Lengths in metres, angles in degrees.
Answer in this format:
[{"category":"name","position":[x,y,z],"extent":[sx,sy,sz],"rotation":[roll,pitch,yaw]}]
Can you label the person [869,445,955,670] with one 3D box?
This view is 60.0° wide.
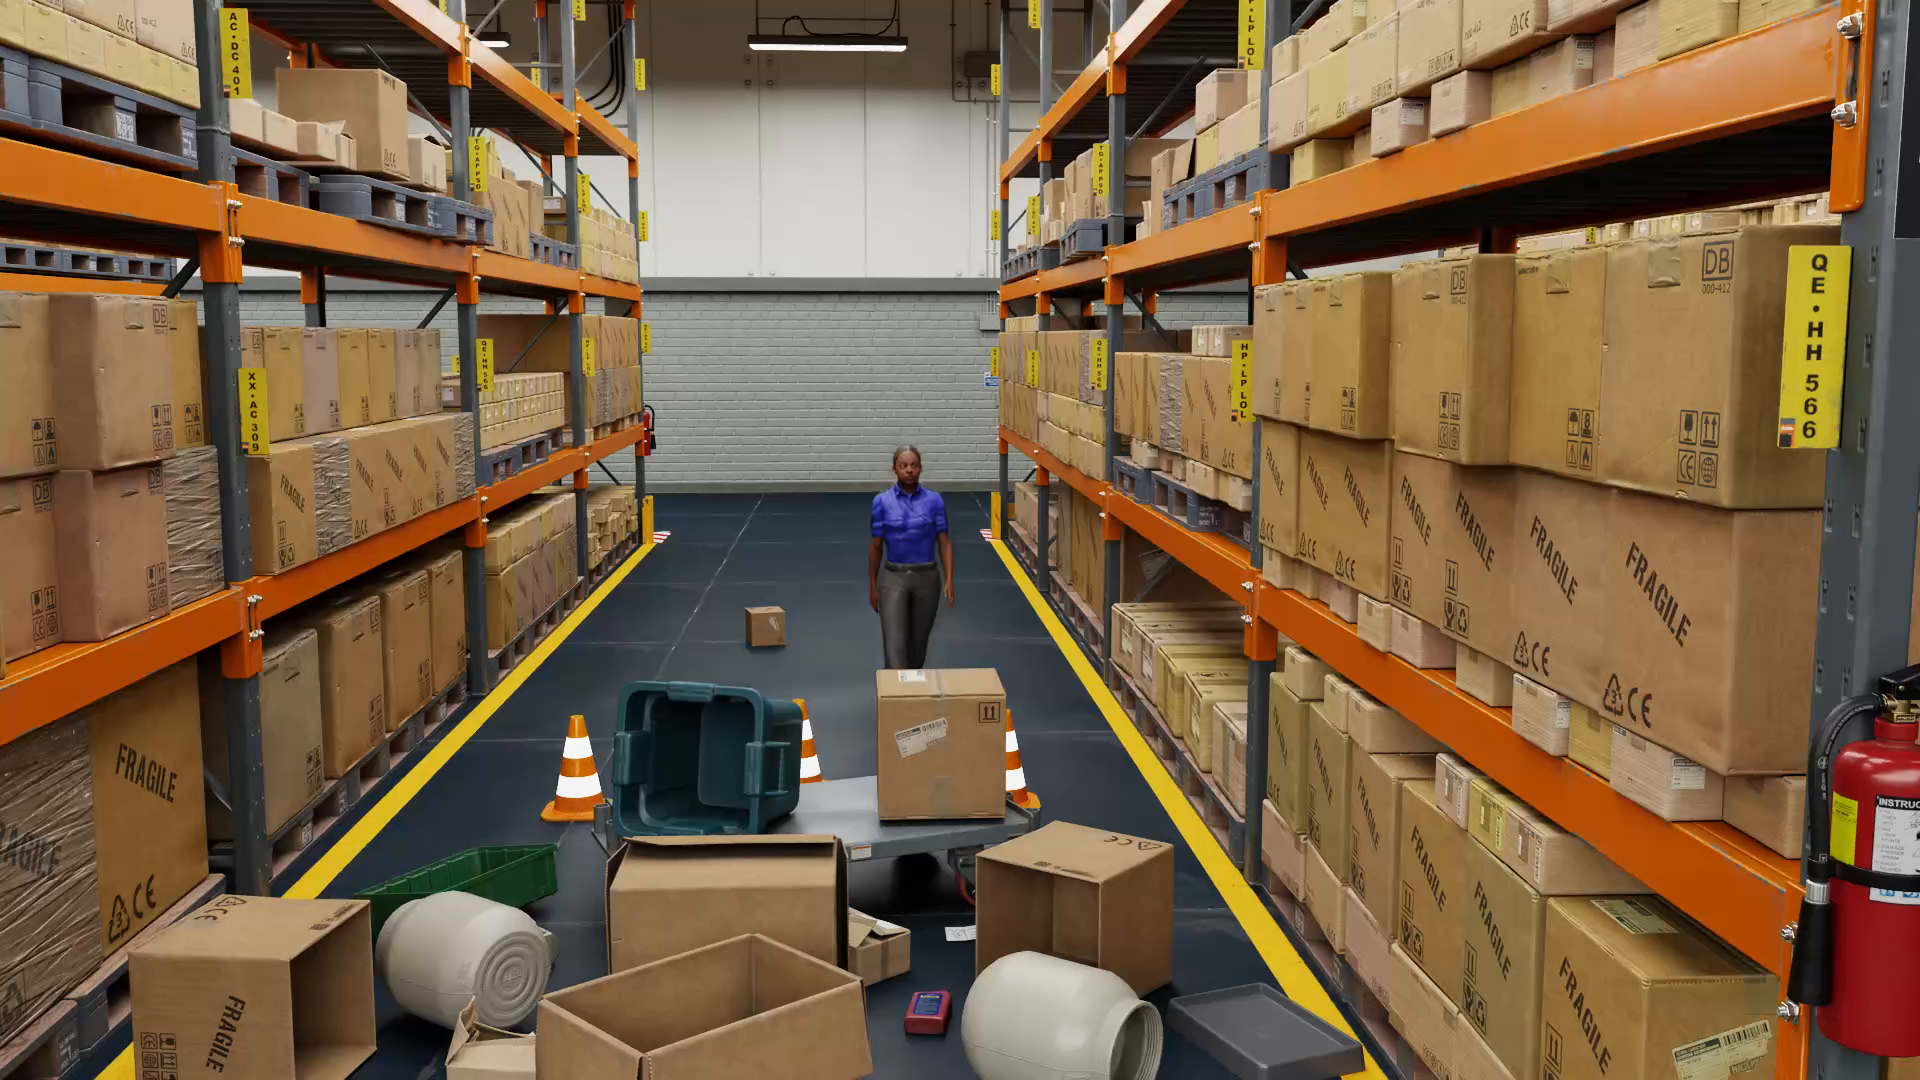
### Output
[{"category":"person","position":[-0.261,0.265,9.498],"extent":[0.468,1.604,0.956],"rotation":[-1,7,-12]}]
